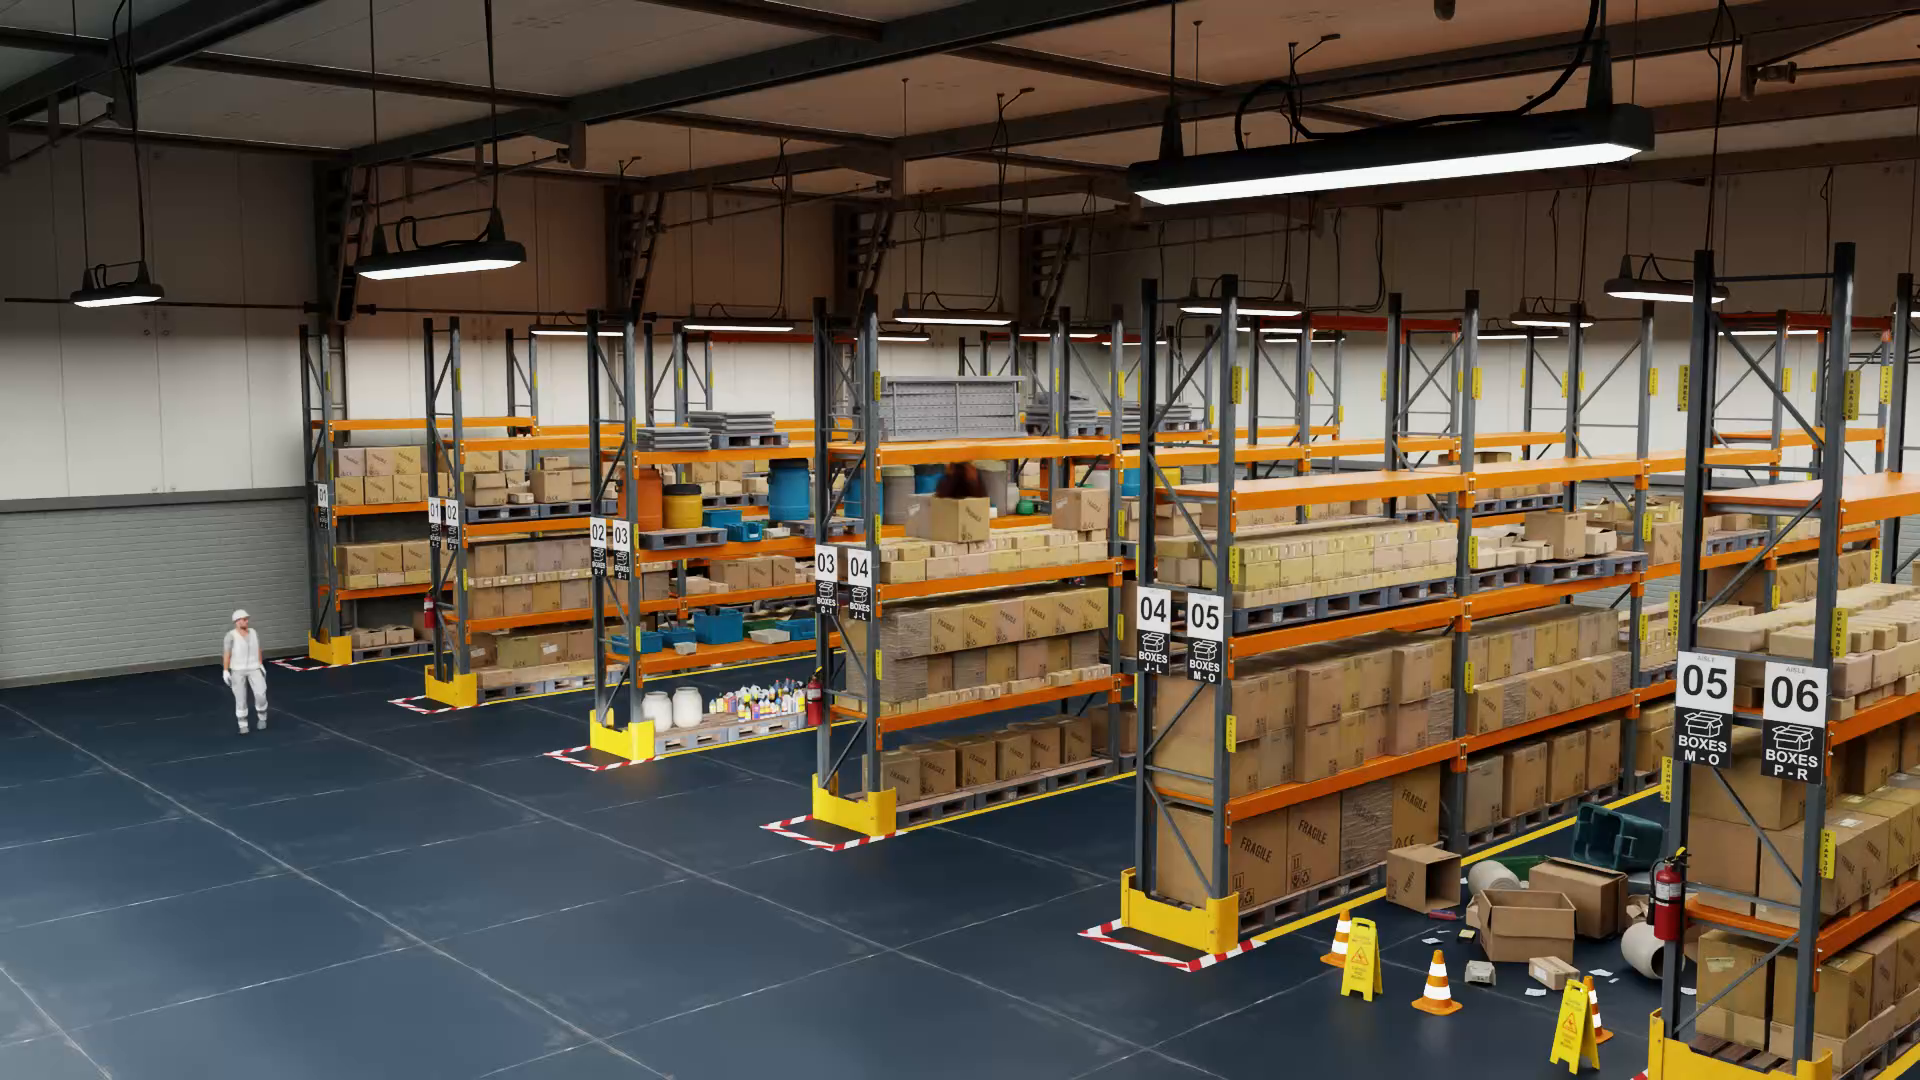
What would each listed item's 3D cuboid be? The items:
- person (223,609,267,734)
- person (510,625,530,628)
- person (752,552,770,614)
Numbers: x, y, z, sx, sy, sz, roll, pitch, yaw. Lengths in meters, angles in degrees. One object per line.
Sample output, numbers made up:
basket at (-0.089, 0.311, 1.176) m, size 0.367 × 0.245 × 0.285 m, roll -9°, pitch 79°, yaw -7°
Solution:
person at (-10.255, 1.883, 23.833) m, size 0.592 × 1.785 × 0.457 m, roll -3°, pitch 7°, yaw -30°
person at (-7.550, 1.451, 28.569) m, size 0.440 × 1.661 × 0.666 m, roll 0°, pitch 6°, yaw -3°
person at (-4.088, 0.947, 33.583) m, size 0.436 × 1.634 × 0.958 m, roll 5°, pitch 8°, yaw 42°
